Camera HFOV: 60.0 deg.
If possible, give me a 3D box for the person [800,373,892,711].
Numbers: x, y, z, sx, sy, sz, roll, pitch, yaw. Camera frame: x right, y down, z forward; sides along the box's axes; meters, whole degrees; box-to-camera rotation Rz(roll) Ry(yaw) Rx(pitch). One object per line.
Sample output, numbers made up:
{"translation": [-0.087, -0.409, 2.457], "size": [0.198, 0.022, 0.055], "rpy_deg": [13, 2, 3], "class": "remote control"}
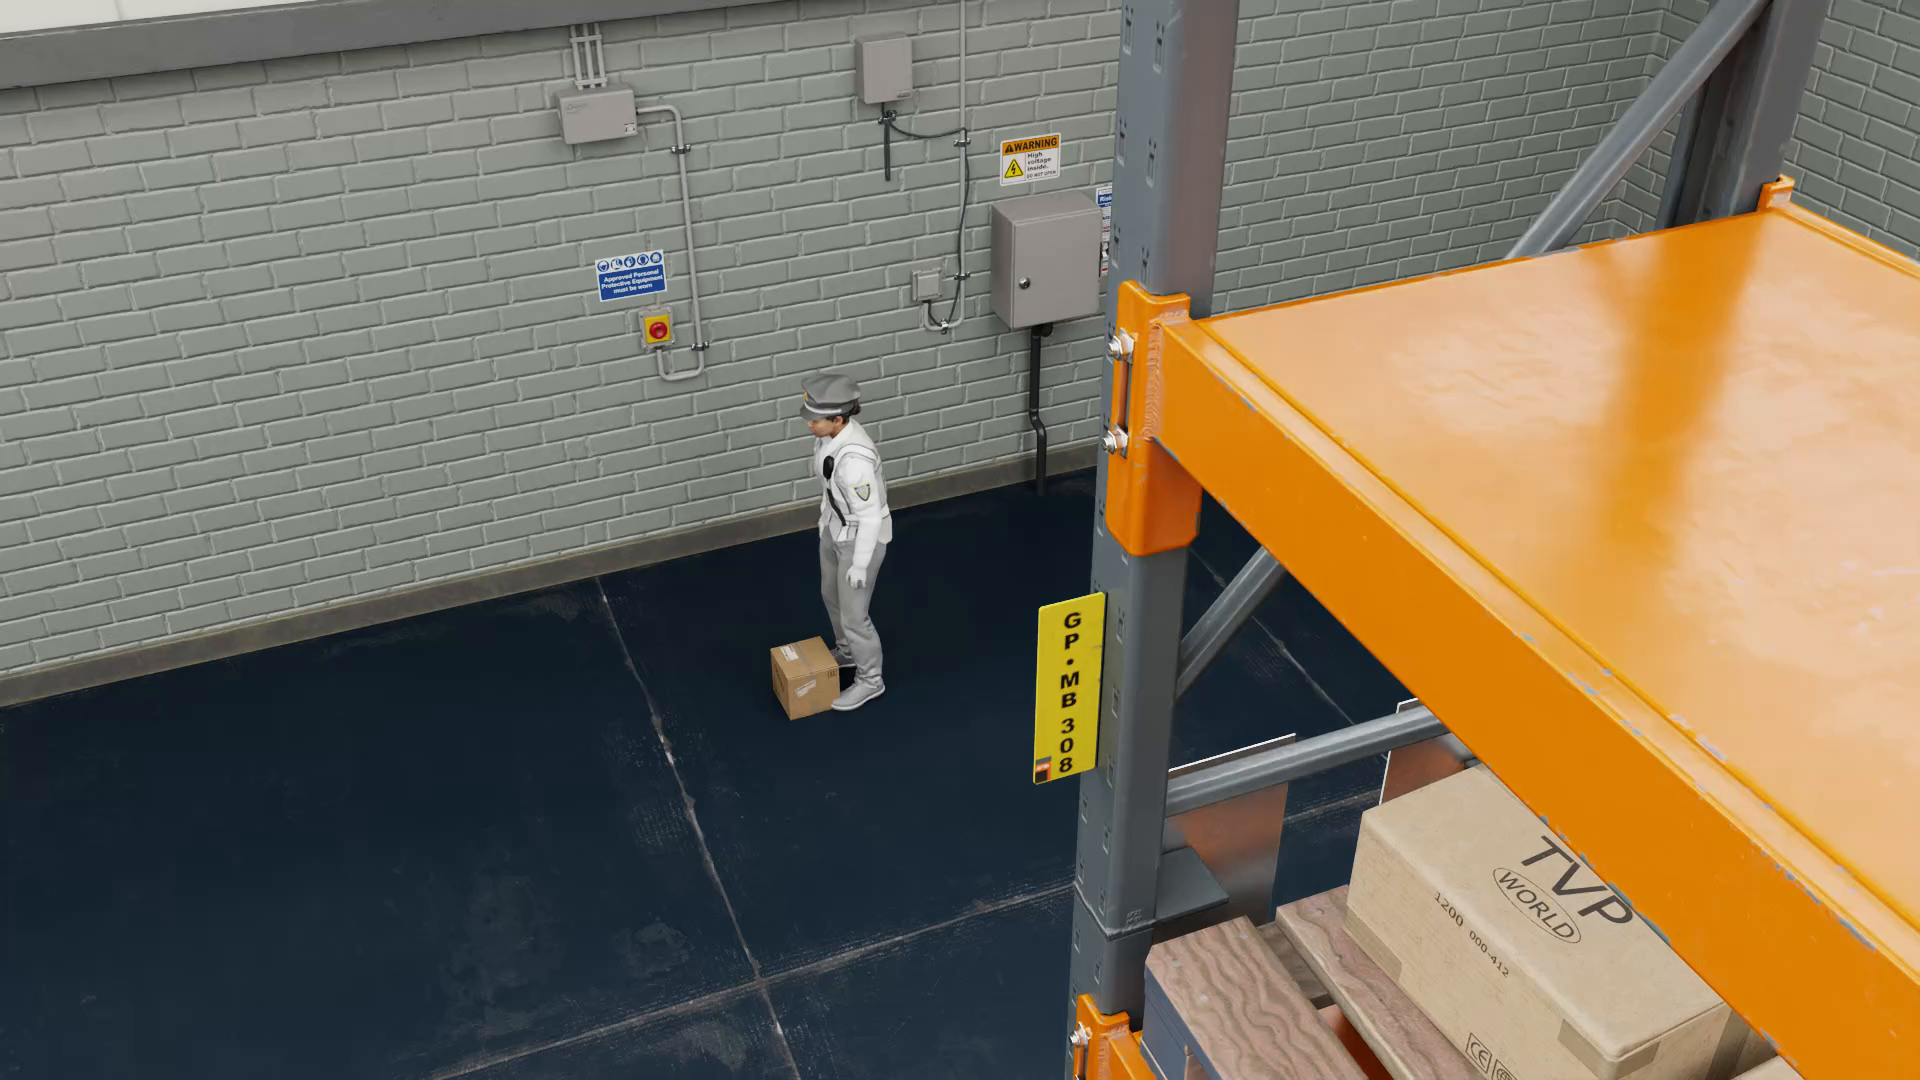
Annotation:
{"translation": [-0.509, 0.002, 7.518], "size": [0.376, 1.663, 0.527], "rpy_deg": [-13, 36, -19], "class": "person"}
